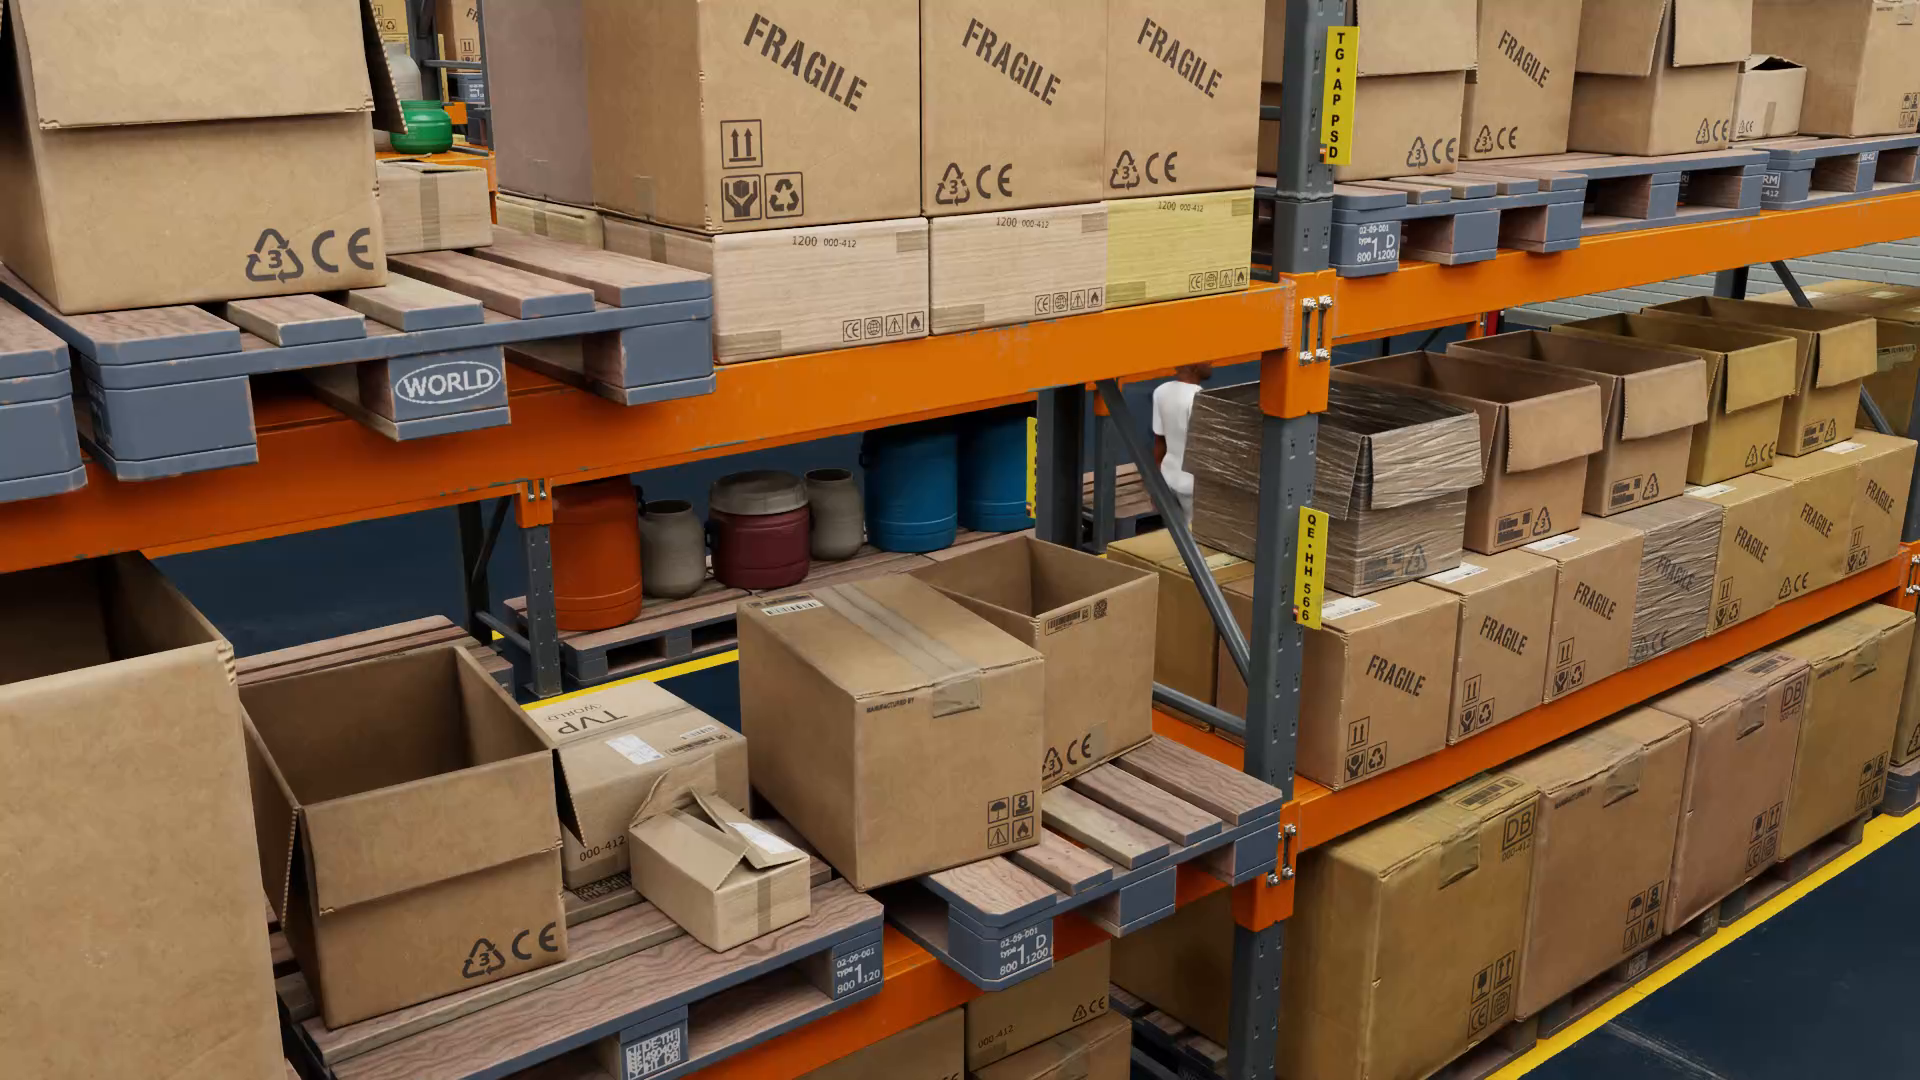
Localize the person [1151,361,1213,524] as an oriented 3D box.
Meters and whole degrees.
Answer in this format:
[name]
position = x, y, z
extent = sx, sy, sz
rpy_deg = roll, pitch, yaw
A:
[person]
position = 1.315, -0.317, 9.510
extent = 0.900, 1.730, 0.592
rpy_deg = -6, 19, -20
